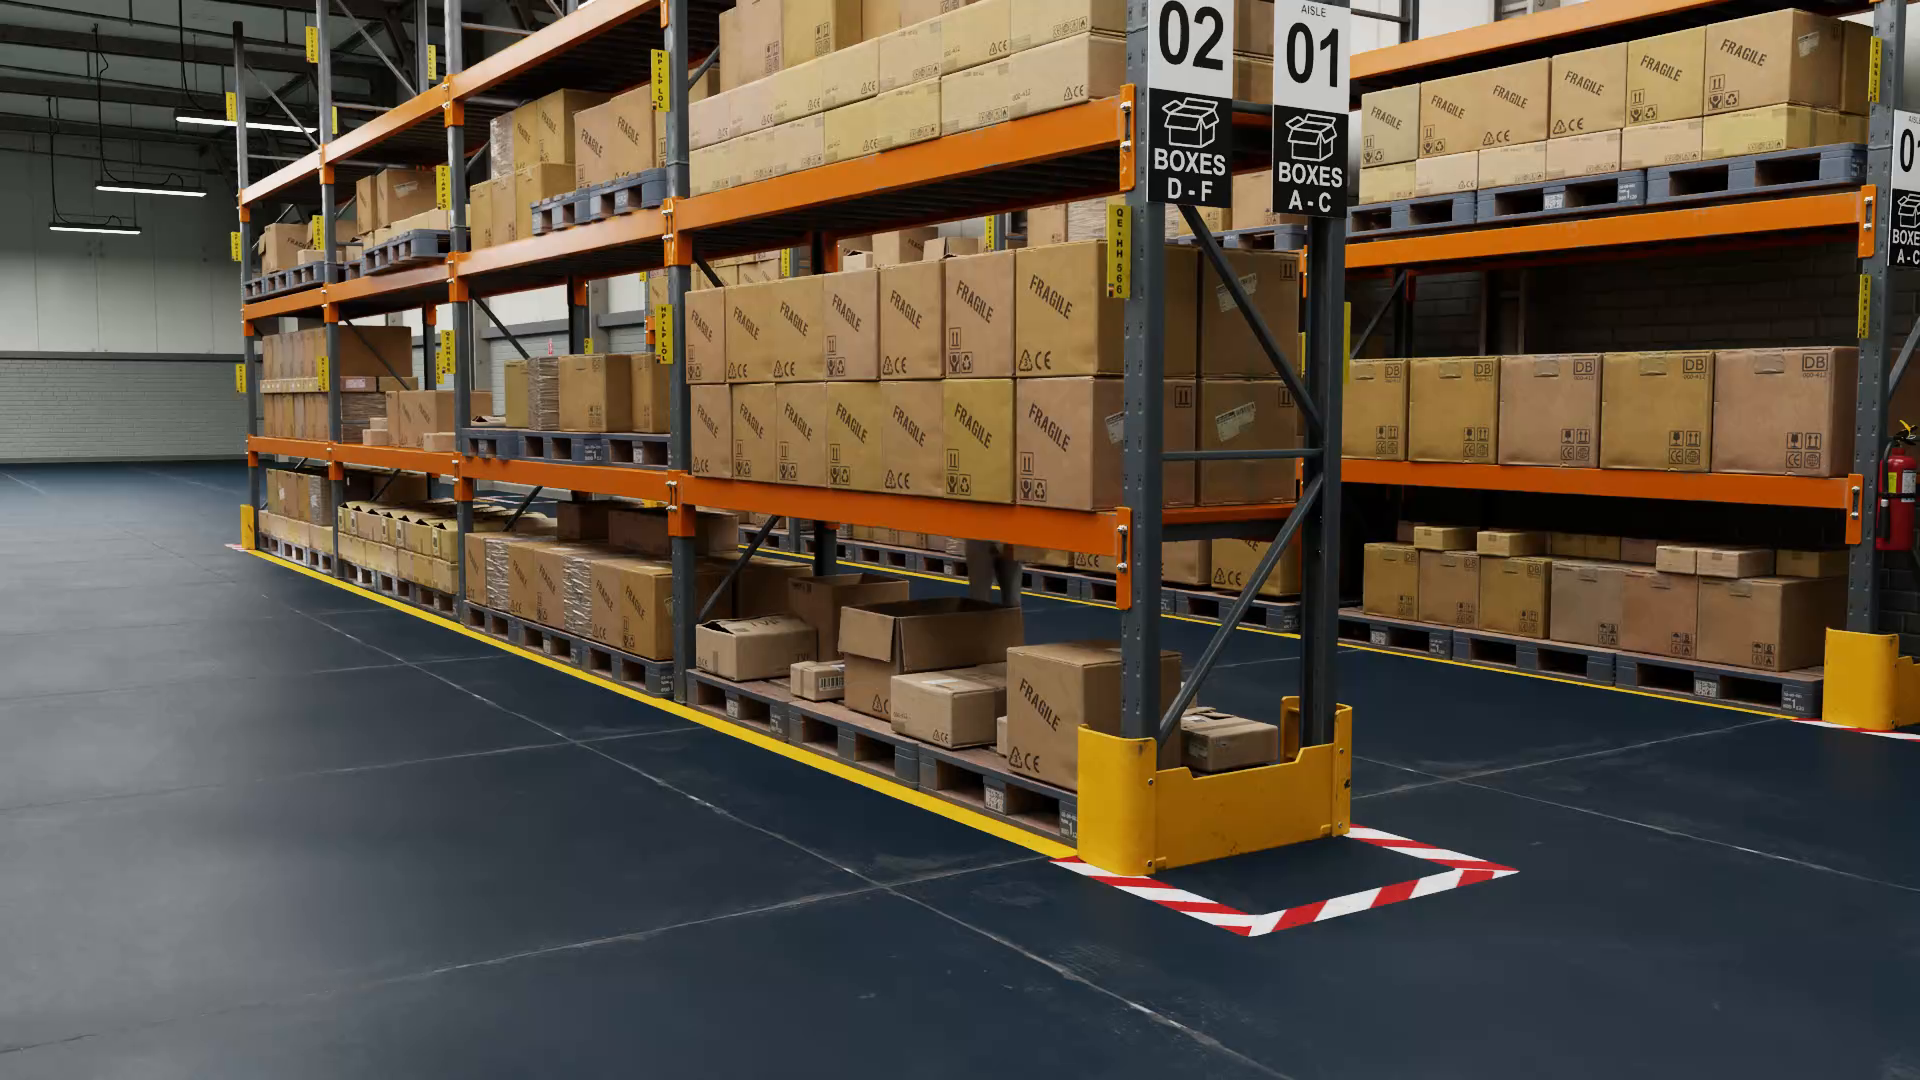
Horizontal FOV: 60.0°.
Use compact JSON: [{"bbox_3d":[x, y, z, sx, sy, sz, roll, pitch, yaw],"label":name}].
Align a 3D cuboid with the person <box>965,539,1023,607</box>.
[{"bbox_3d":[0.246,0.013,10.238,0.494,1.690,0.461,-3,6,-34],"label":"person"}]
